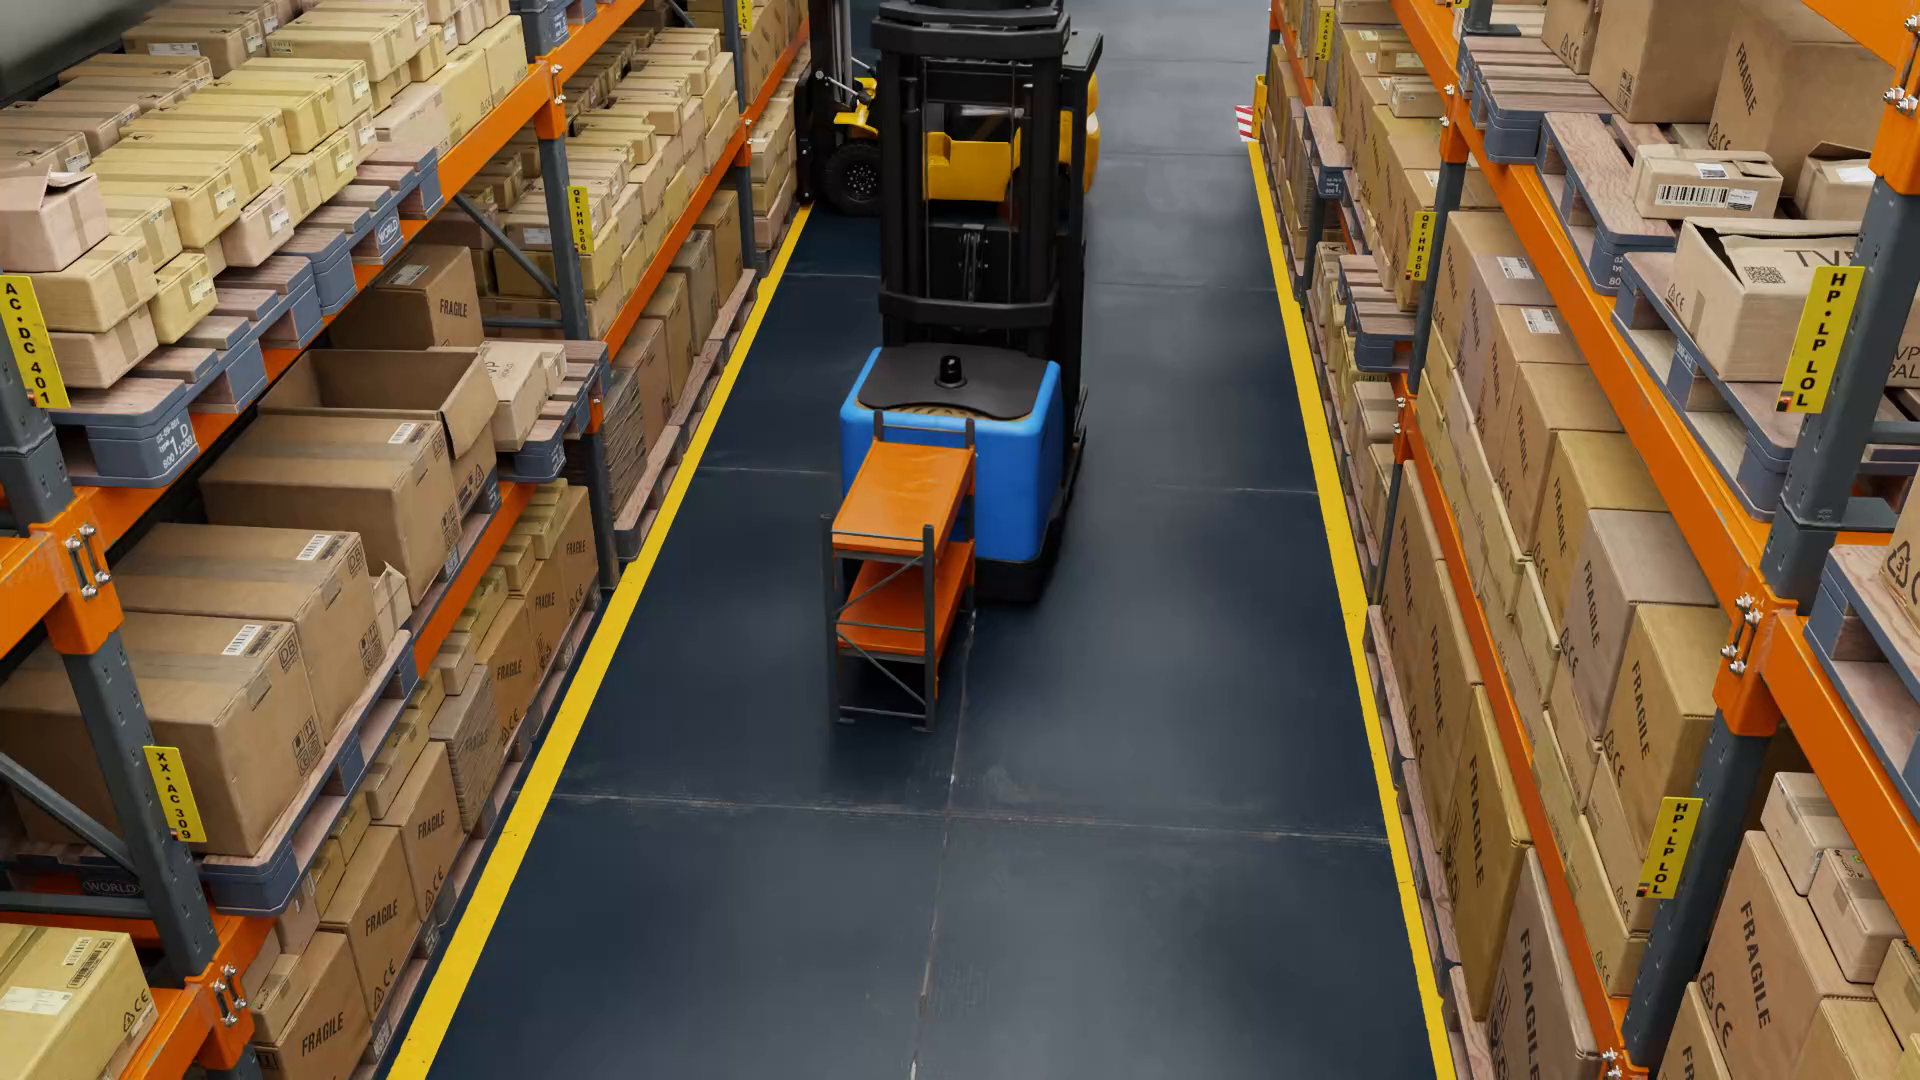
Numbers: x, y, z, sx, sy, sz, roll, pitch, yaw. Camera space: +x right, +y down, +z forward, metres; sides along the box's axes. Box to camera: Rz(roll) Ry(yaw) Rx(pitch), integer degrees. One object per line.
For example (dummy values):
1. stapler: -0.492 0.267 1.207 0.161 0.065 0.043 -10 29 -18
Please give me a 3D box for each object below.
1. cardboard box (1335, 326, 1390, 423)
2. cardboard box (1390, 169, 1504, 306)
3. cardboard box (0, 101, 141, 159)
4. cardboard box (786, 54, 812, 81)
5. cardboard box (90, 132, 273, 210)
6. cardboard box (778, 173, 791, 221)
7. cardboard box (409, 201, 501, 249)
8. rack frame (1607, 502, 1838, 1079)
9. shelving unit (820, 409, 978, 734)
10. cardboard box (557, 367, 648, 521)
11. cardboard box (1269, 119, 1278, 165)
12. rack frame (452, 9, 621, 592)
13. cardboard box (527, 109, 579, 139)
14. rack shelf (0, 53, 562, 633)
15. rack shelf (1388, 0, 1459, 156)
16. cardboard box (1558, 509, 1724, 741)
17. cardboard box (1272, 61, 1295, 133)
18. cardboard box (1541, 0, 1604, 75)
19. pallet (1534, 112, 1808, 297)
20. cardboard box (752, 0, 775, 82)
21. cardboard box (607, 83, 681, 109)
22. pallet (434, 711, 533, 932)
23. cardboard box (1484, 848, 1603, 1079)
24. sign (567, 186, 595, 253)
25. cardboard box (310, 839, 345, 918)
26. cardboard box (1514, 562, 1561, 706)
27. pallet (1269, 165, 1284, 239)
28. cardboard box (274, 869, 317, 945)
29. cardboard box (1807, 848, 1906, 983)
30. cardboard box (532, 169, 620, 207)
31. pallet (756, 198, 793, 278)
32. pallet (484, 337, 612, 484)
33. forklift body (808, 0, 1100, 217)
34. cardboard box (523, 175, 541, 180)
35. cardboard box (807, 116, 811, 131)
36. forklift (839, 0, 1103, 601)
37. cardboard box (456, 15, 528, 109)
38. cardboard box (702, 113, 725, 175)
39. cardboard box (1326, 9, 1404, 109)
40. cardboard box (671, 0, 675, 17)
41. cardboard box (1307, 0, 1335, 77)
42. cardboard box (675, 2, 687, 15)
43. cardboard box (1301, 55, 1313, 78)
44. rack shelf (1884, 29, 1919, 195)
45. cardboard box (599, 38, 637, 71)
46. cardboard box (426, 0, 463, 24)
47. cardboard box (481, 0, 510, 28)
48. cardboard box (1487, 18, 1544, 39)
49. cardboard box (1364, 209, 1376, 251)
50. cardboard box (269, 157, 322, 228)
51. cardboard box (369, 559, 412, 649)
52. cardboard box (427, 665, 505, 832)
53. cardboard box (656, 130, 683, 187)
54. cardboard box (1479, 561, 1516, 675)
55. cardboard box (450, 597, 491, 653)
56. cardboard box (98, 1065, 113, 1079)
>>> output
1. cardboard box: 2.801 -0.986 10.096 0.950 0.372 0.625 3 32 6
2. cardboard box: 2.386 -1.446 7.958 0.500 0.500 0.500 2 32 3
3. cardboard box: -2.651 -1.186 4.916 0.380 0.149 0.250 2 32 2
4. cardboard box: -1.464 -3.890 13.971 0.500 0.250 0.500 3 32 5
5. cardboard box: -2.177 -1.032 4.666 0.380 0.149 0.250 2 32 3
6. cardboard box: -1.601 -2.663 12.933 0.500 0.250 0.500 2 32 3
7. cardboard box: -2.497 -1.556 8.202 0.380 0.149 0.250 3 32 6
8. rack frame: 2.300 1.243 4.374 1.000 3.000 0.127 2 32 4
9. shelving unit: -0.269 0.133 7.962 0.538 1.125 1.048 6 32 9
10. cardboard box: -2.257 -0.552 9.150 0.875 0.625 0.625 3 32 6
11. cardboard box: 2.887 -3.363 14.069 0.500 0.250 0.500 4 32 6
12. rack frame: -2.322 -1.059 8.109 1.000 3.000 0.127 2 32 4
13. cardboard box: -2.391 -2.360 9.506 0.380 0.149 0.250 3 32 5
14. rack shelf: -2.484 -0.984 5.814 1.077 0.370 4.000 2 32 4
15. rack shelf: 2.789 -2.865 8.867 1.077 0.370 4.000 2 32 4
16. cardboard box: 2.121 0.260 4.921 0.500 0.500 0.500 3 32 5
17. cardboard box: 2.896 -3.663 13.841 0.500 0.500 0.500 1 32 2
18. cardboard box: 2.746 -2.145 6.513 0.797 0.503 0.637 1 32 1
19. pallet: 2.538 -1.121 5.531 1.003 0.211 1.213 4 32 6
20. cardboard box: -1.674 -3.687 12.278 0.500 0.500 0.500 3 32 5
21. cardboard box: -1.877 -2.611 9.915 0.380 0.149 0.250 3 32 4
22. pallet: -2.522 1.154 7.177 1.003 0.211 1.213 2 32 4
23. cardboard box: 2.271 1.641 5.353 0.875 0.875 0.875 3 32 6
24. sign: -1.780 -1.500 7.796 0.100 0.325 0.005 2 32 4
25. cardboard box: -2.398 1.183 5.835 0.380 0.149 0.250 1 32 1
26. cardboard box: 2.163 0.320 5.538 0.500 0.250 0.500 3 32 5
27. pallet: 3.068 -2.745 13.504 1.003 0.211 1.213 2 32 4
28. cardboard box: -2.379 1.201 5.522 0.380 0.149 0.250 1 32 2
29. cardboard box: 2.011 0.787 3.447 0.380 0.149 0.250 3 32 5
30. cardboard box: -1.986 -1.807 8.609 0.380 0.149 0.250 3 32 5
31. pallet: -1.889 -2.377 12.906 1.003 0.211 1.213 2 32 4
32. pallet: -2.307 -0.620 7.579 1.213 0.211 1.003 2 32 4
33. forklift body: -0.006 -3.811 13.384 2.313 2.155 1.214 2 32 4
34. cardboard box: -2.479 -1.984 9.276 0.500 0.250 0.500 2 32 4
35. cardboard box: -1.515 -3.401 13.654 0.500 0.250 0.500 2 32 4
36. forklift: 0.157 -1.690 9.198 1.130 2.935 3.031 6 32 9
37. cardboard box: -2.121 -1.993 6.909 0.500 0.250 0.500 1 32 2
38. cardboard box: -1.812 -2.549 10.669 0.500 0.250 0.500 2 32 4
39. cardboard box: 2.628 -3.055 10.569 0.500 0.500 0.500 3 32 5
40. cardboard box: -2.240 -3.780 11.812 0.380 0.149 0.250 2 32 3
41. cardboard box: 2.775 -3.622 11.889 0.500 0.500 0.500 3 32 6
42. cardboard box: -2.185 -3.700 12.299 0.500 0.500 0.500 3 32 5
43. cardboard box: 2.753 -3.546 12.384 0.380 0.149 0.250 2 32 3
44. rack shelf: 2.137 0.211 1.397 1.077 0.370 4.000 2 32 4
45. cardboard box: -2.313 -3.156 10.799 0.380 0.149 0.250 1 32 2
46. cardboard box: -2.153 -2.102 6.421 0.380 0.149 0.250 1 32 2
47. cardboard box: -2.111 -2.246 6.939 0.380 0.149 0.250 3 32 5
48. cardboard box: 2.442 -2.192 7.329 0.380 0.149 0.250 2 32 4
49. cardboard box: 2.381 -1.655 8.915 0.380 0.149 0.250 3 32 5
50. cardboard box: -2.146 -1.032 4.950 0.380 0.149 0.250 2 32 3
51. cardboard box: -2.152 0.201 5.792 0.396 0.266 0.258 4 32 6
52. cardboard box: -2.257 0.864 6.971 0.500 0.500 0.500 1 32 2
53. cardboard box: -1.923 -2.232 9.679 0.500 0.250 0.500 3 32 5
54. cardboard box: 2.226 0.262 6.109 0.500 0.250 0.500 2 32 4
55. cardboard box: -2.253 0.366 7.161 0.380 0.149 0.250 2 32 3
56. cardboard box: -2.421 1.455 4.270 0.380 0.149 0.250 3 32 5
